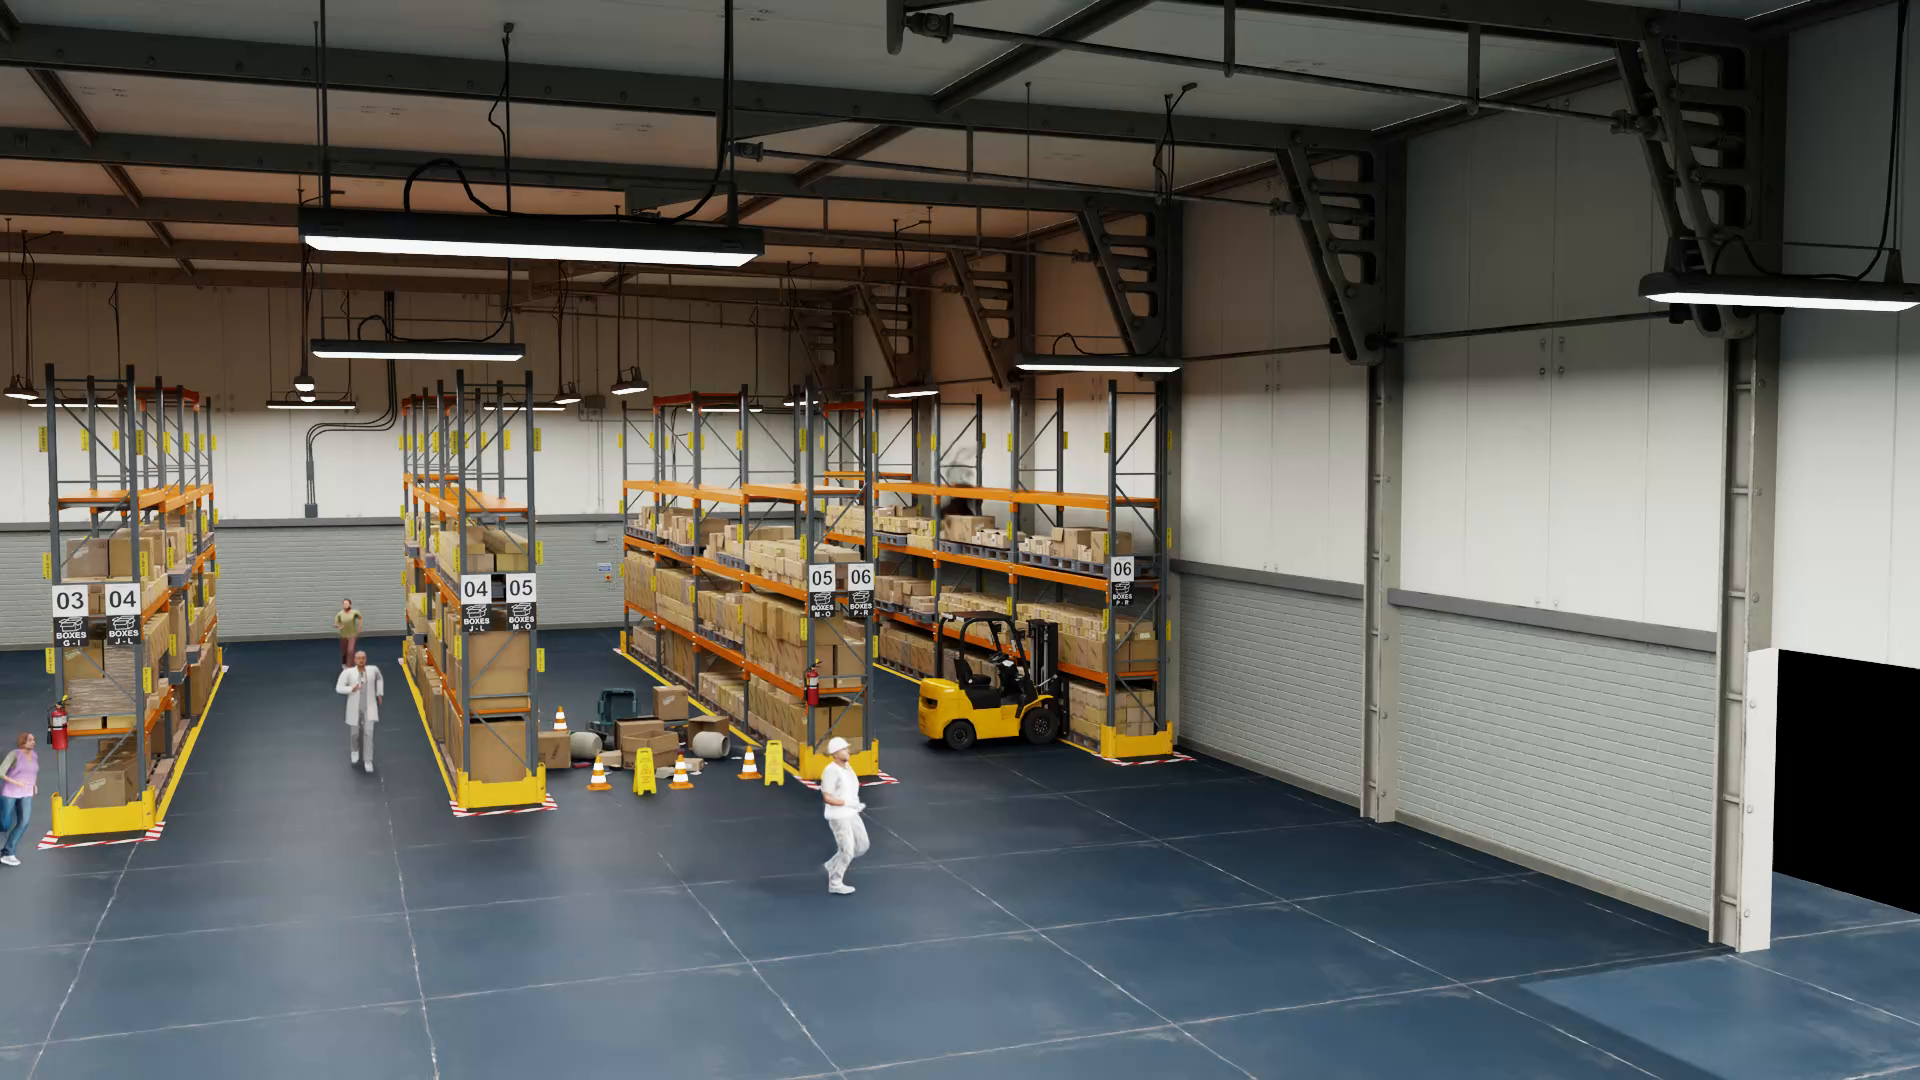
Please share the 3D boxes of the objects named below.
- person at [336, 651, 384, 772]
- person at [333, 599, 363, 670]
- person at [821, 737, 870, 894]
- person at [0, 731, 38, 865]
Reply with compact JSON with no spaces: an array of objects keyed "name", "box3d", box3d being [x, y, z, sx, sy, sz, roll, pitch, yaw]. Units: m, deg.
[{"name":"person","box3d":[-9.202,2.593,25.529,0.714,1.798,1.007,-2,4,-26]},{"name":"person","box3d":[-13.121,2.087,35.678,0.586,1.678,0.955,-1,3,-14]},{"name":"person","box3d":[-1.263,3.049,18.415,0.599,1.736,0.672,1,4,19]},{"name":"person","box3d":[-11.367,3.073,20.011,0.754,1.535,0.596,2,4,27]}]
